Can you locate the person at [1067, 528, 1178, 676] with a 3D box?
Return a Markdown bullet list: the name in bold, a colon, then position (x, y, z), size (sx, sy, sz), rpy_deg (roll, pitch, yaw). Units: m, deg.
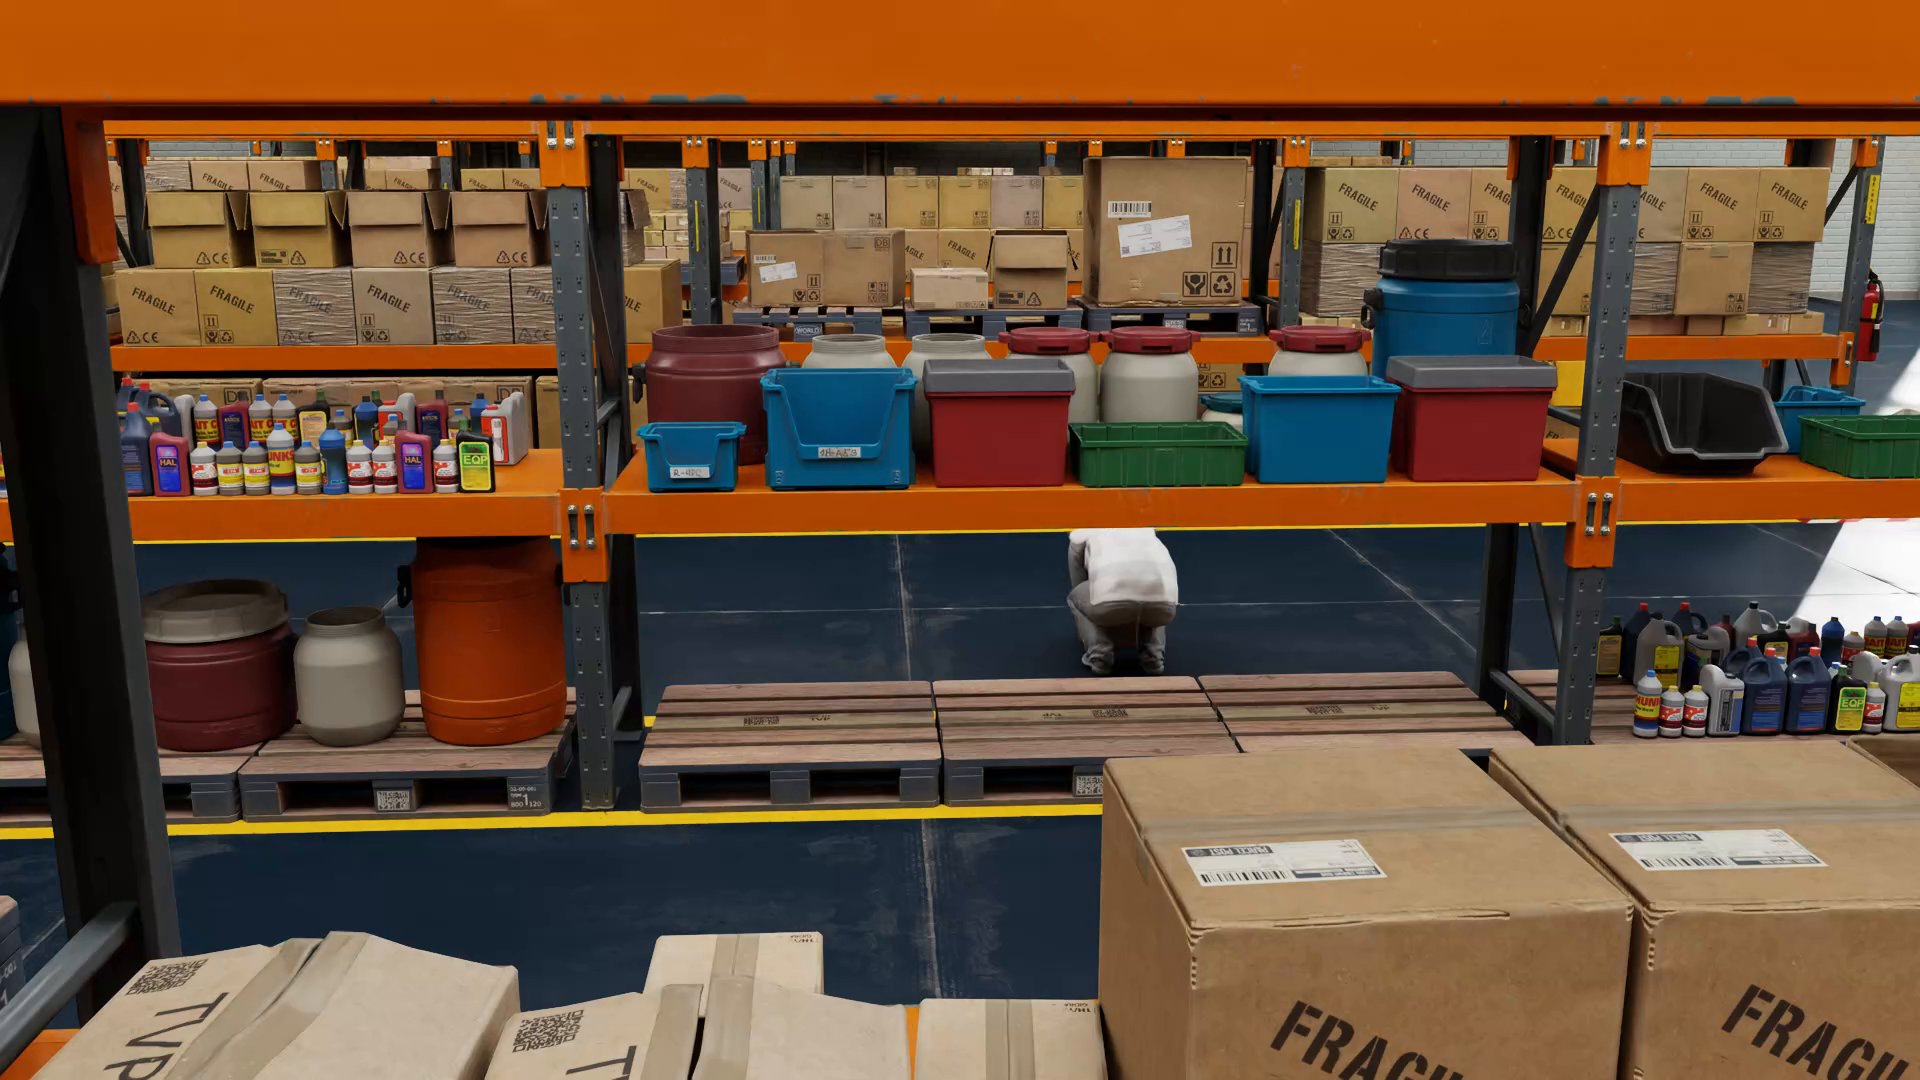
- **person**: position (0.822, 0.274, 8.607), size (0.525, 0.868, 0.958), rpy_deg (-1, 13, -4)
